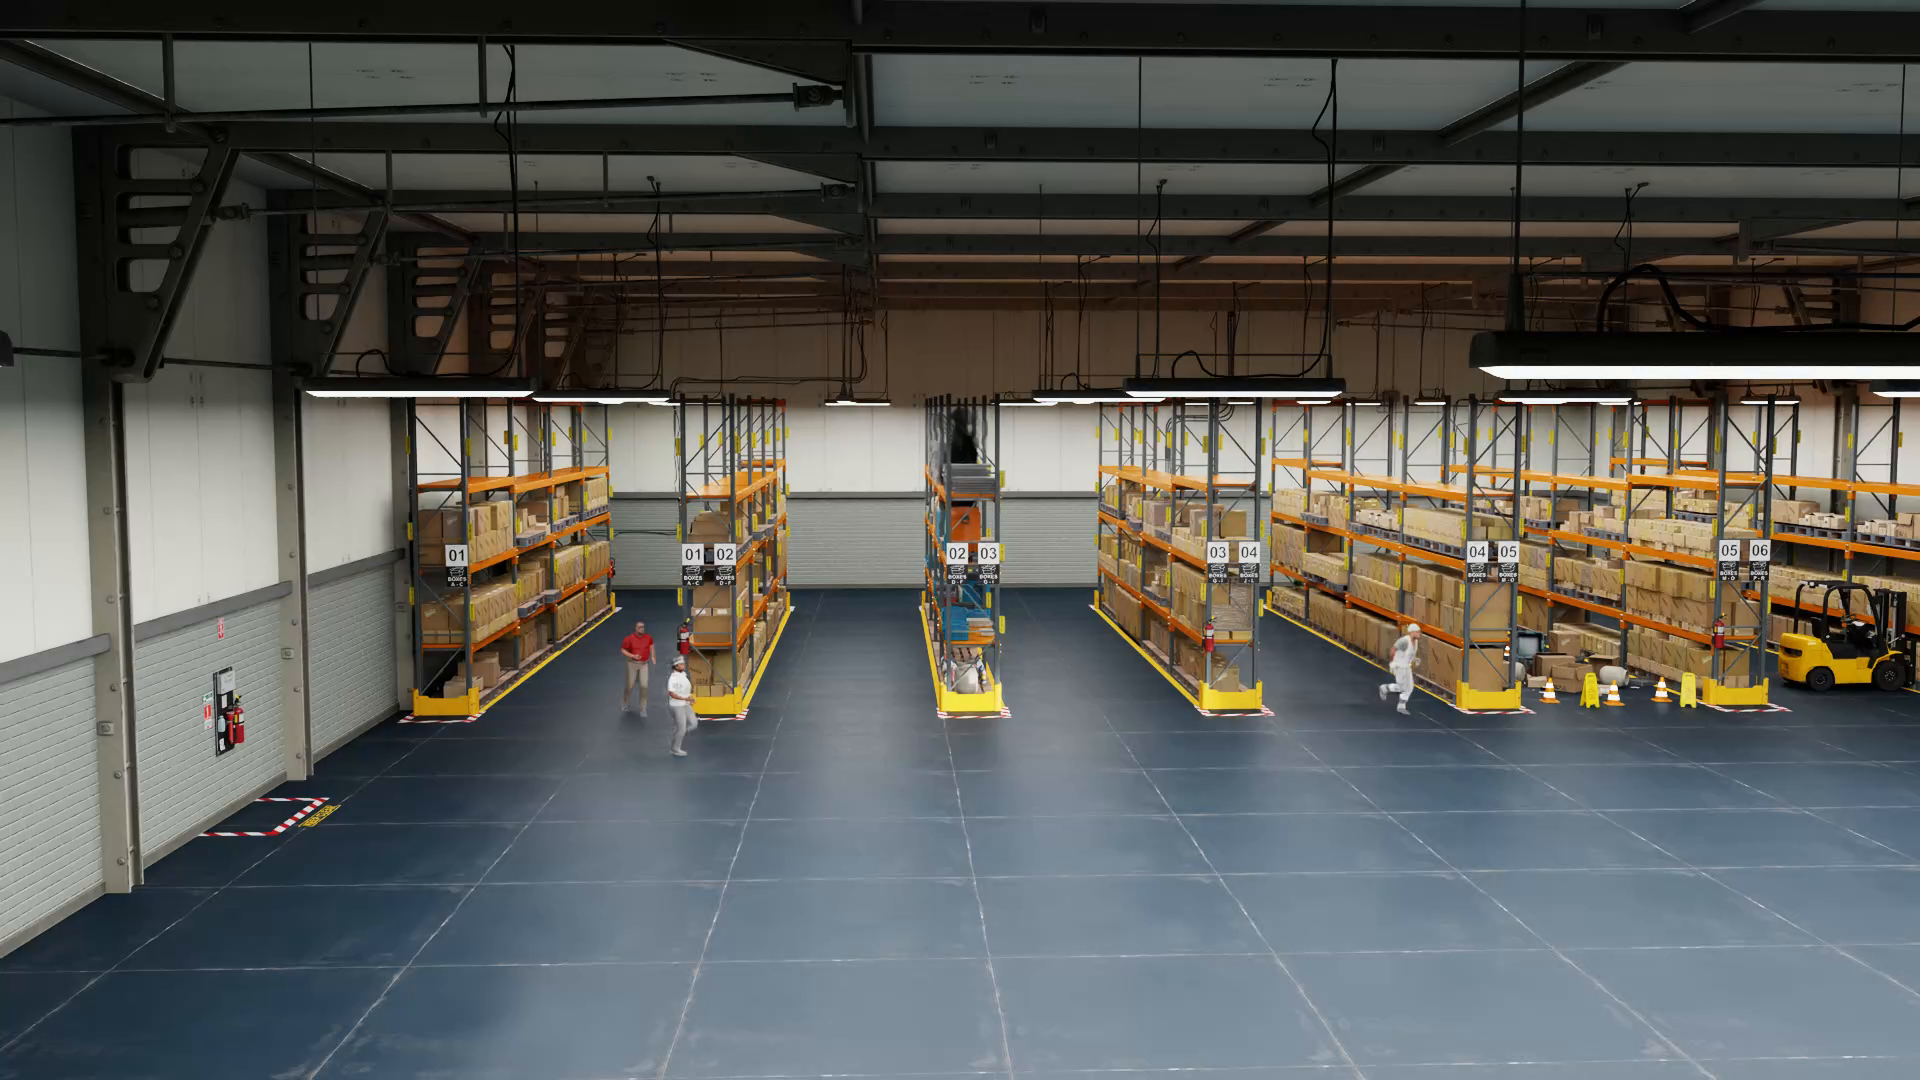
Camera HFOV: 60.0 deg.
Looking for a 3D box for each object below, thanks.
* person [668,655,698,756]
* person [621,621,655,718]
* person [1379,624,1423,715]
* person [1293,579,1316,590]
[{"bbox_3d":[-4.587,2.729,27.479,0.554,1.661,0.569,2,5,20],"label":"person"},{"bbox_3d":[-6.015,2.414,31.134,0.694,1.800,0.806,-2,5,-27],"label":"person"},{"bbox_3d":[8.311,2.412,31.358,0.847,1.717,0.655,4,6,40],"label":"person"},{"bbox_3d":[10.079,0.956,49.002,0.999,1.727,0.774,1,5,18],"label":"person"}]
